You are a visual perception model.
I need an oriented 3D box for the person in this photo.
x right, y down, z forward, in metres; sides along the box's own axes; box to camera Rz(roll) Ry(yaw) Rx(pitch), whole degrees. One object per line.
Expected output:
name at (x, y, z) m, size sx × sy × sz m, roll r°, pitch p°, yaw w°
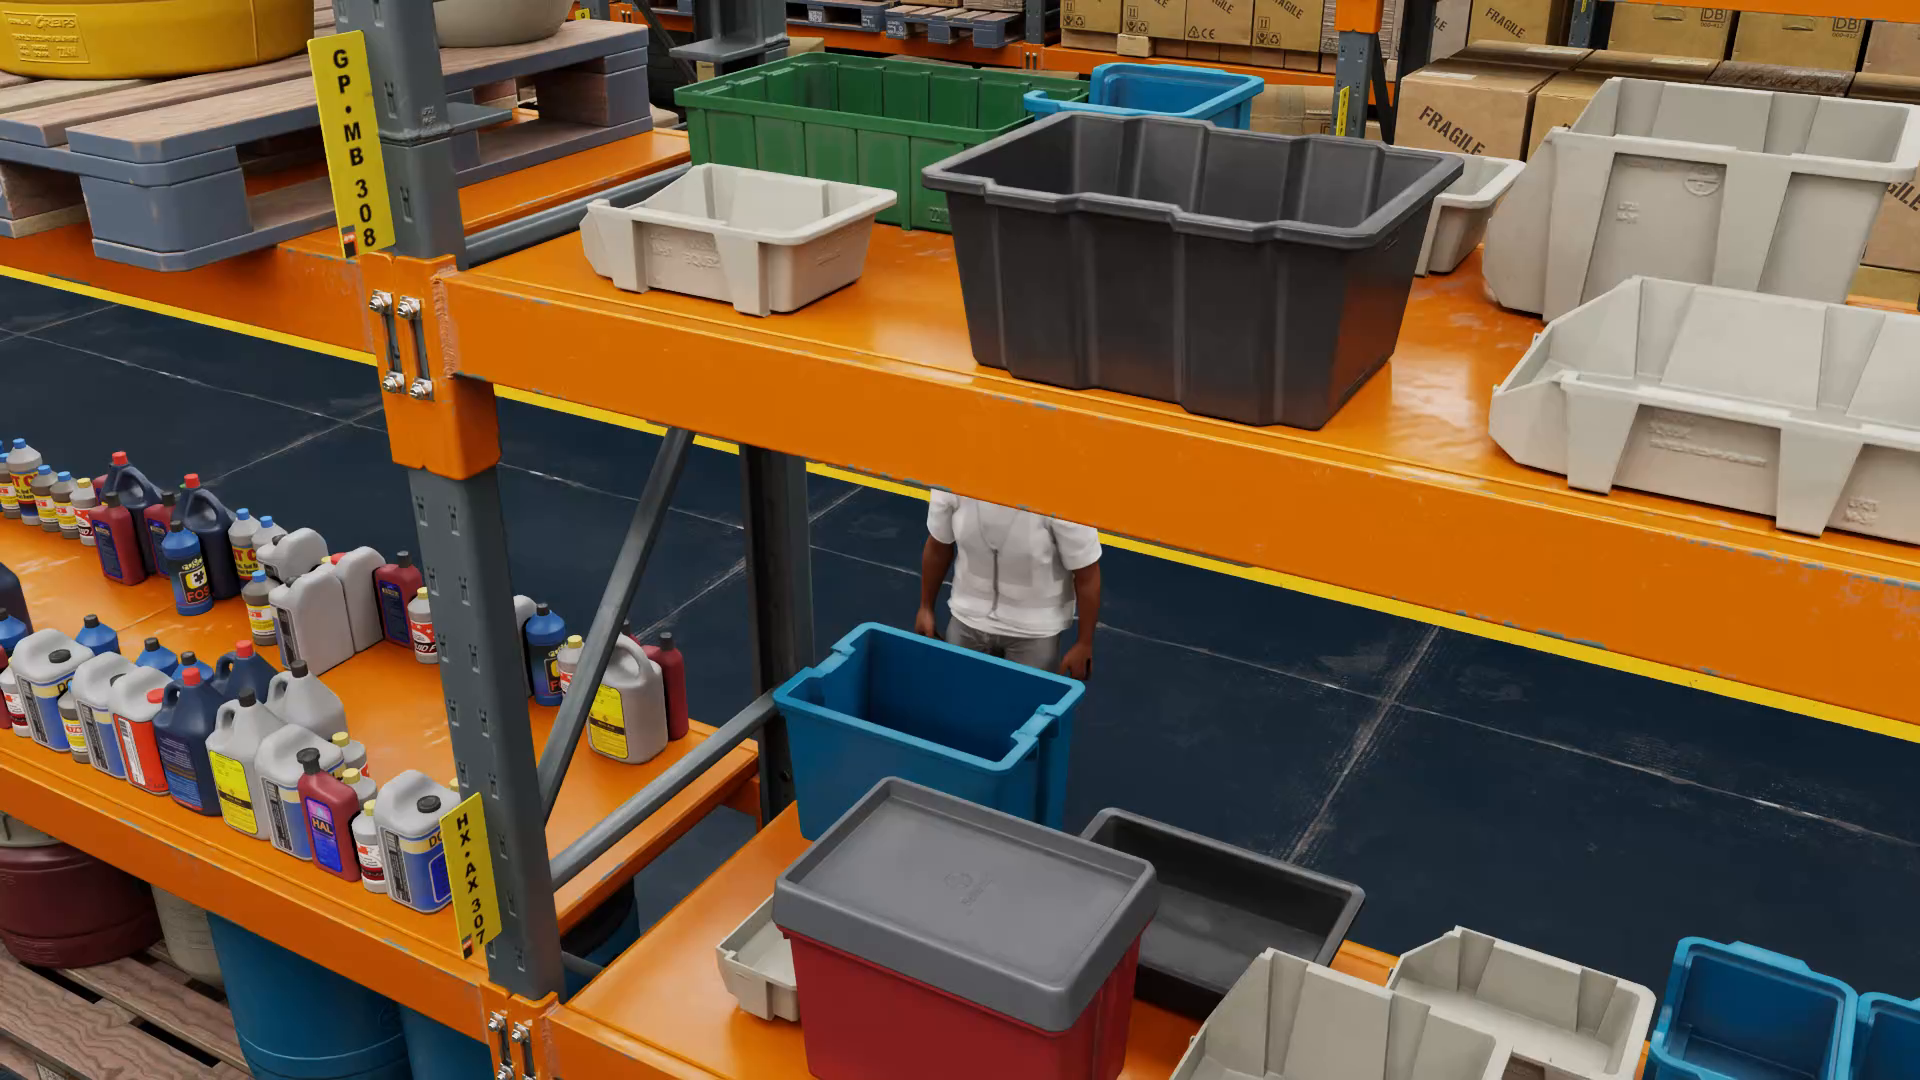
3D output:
person at (0.146, 0.288, 5.514) m, size 0.634 × 1.760 × 0.459 m, roll 12°, pitch 29°, yaw 23°
